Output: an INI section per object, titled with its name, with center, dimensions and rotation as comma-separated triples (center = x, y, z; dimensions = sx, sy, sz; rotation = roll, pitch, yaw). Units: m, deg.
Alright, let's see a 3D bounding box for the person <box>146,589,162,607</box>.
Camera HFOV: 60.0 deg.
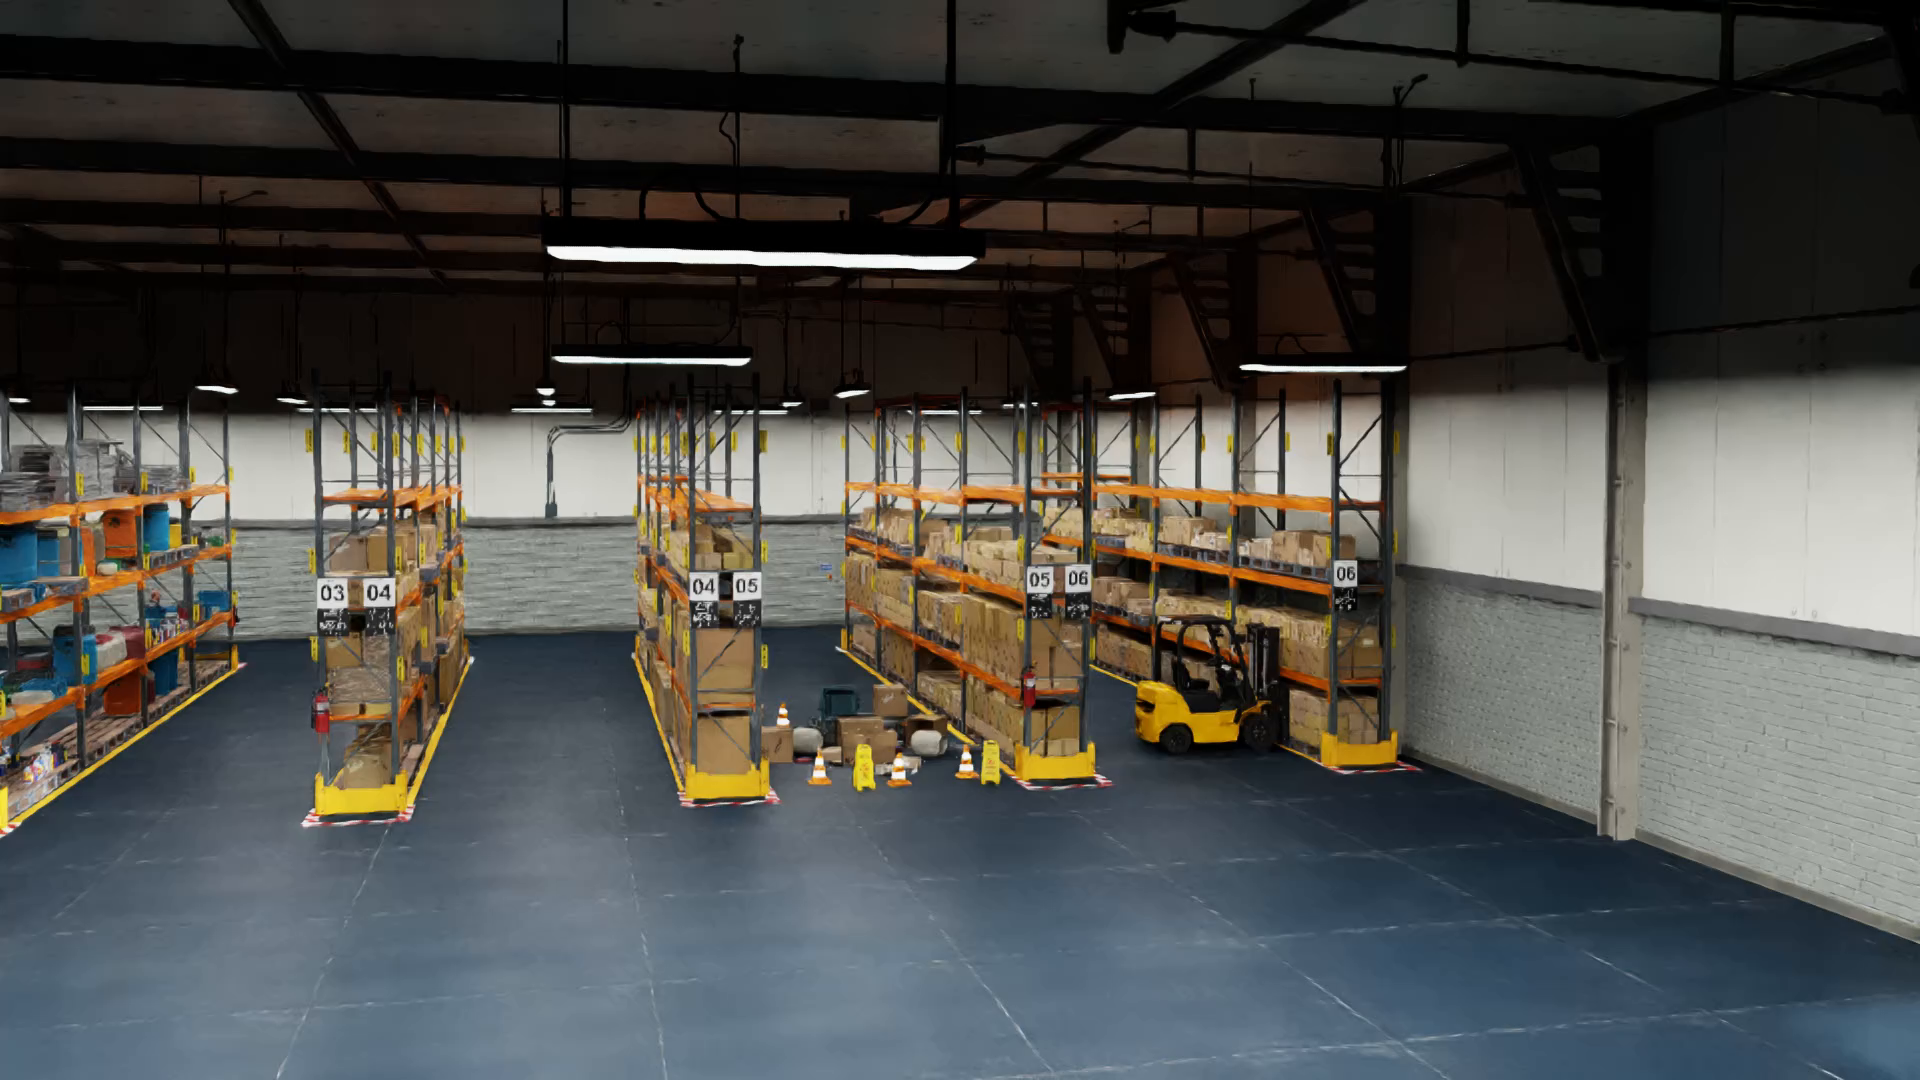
[person]
center = -18.109, 1.963, 37.445
dimensions = 0.403, 1.727, 0.586
rotation = -1, 3, -12
